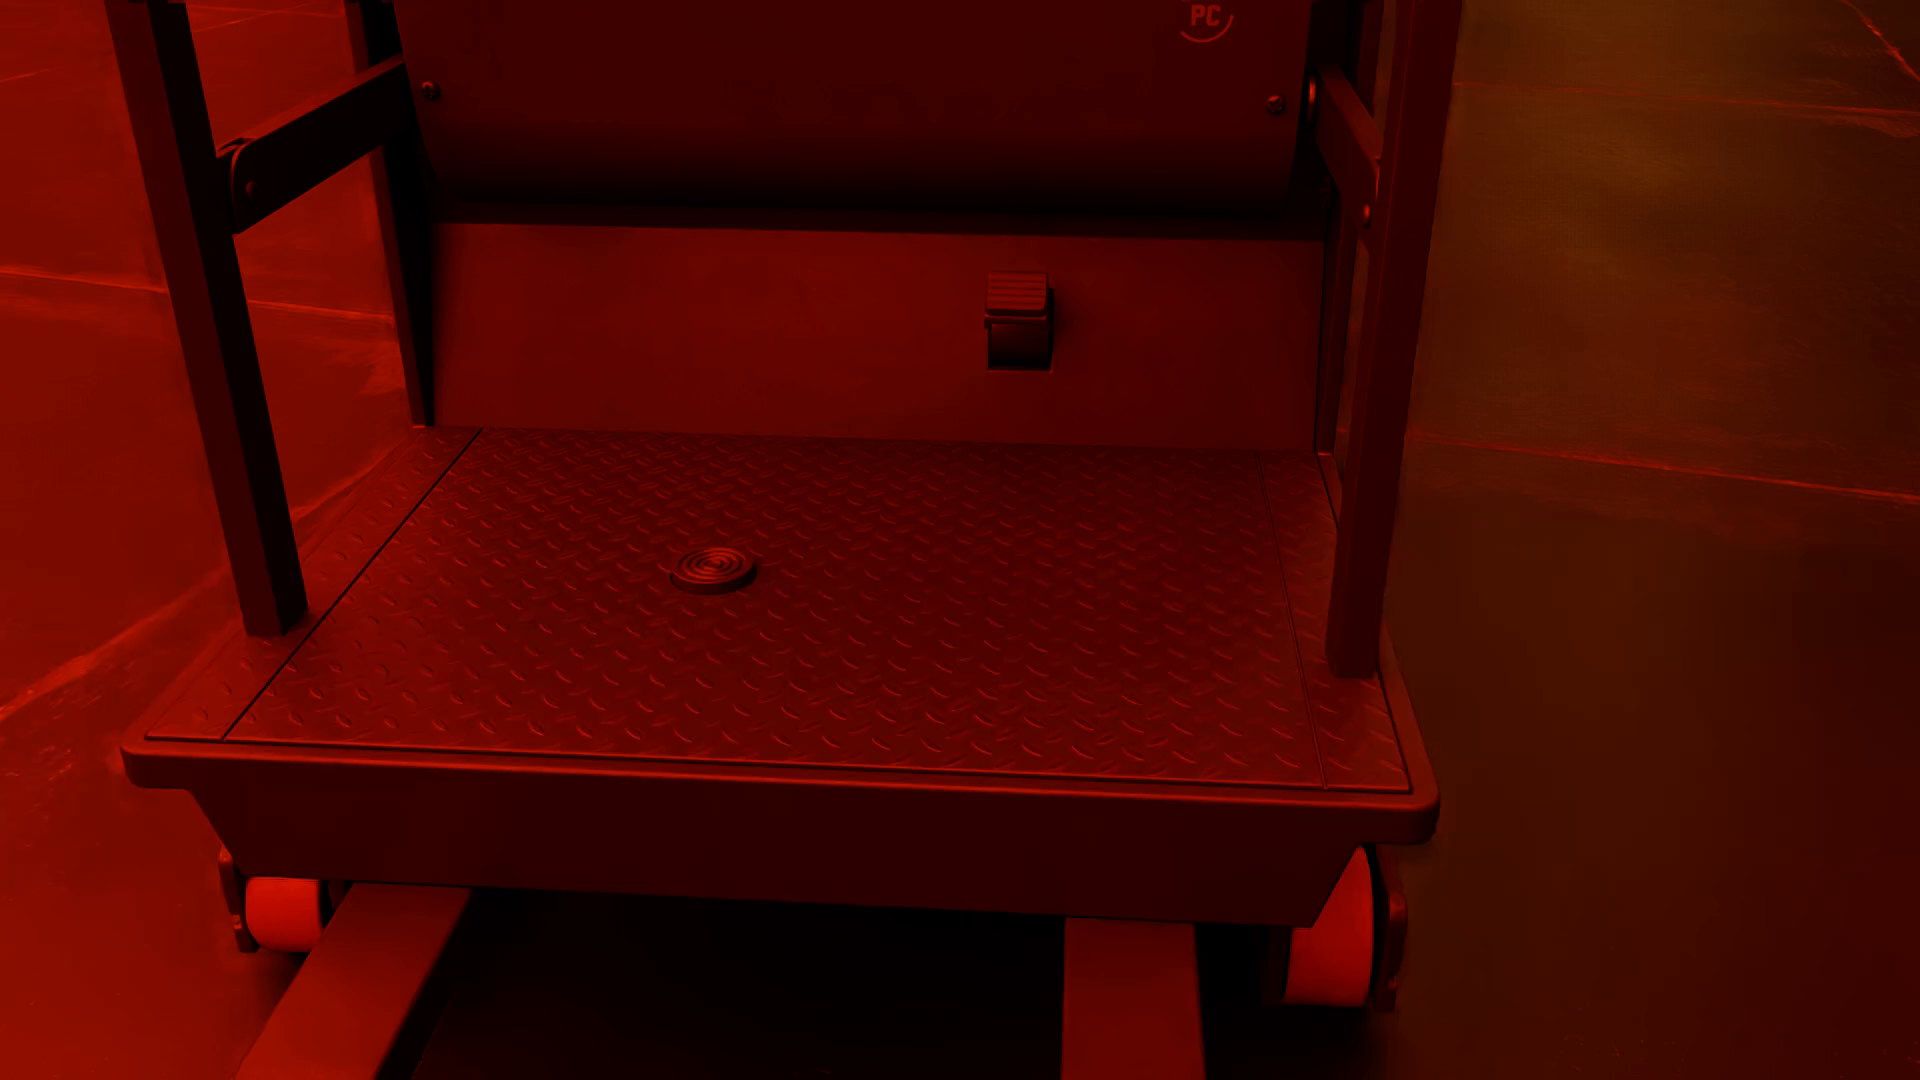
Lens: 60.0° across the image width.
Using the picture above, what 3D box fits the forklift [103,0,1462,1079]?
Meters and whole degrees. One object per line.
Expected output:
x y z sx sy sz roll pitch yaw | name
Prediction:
-0.126 -1.011 1.256 1.130 2.935 3.031 2 27 4 | forklift
